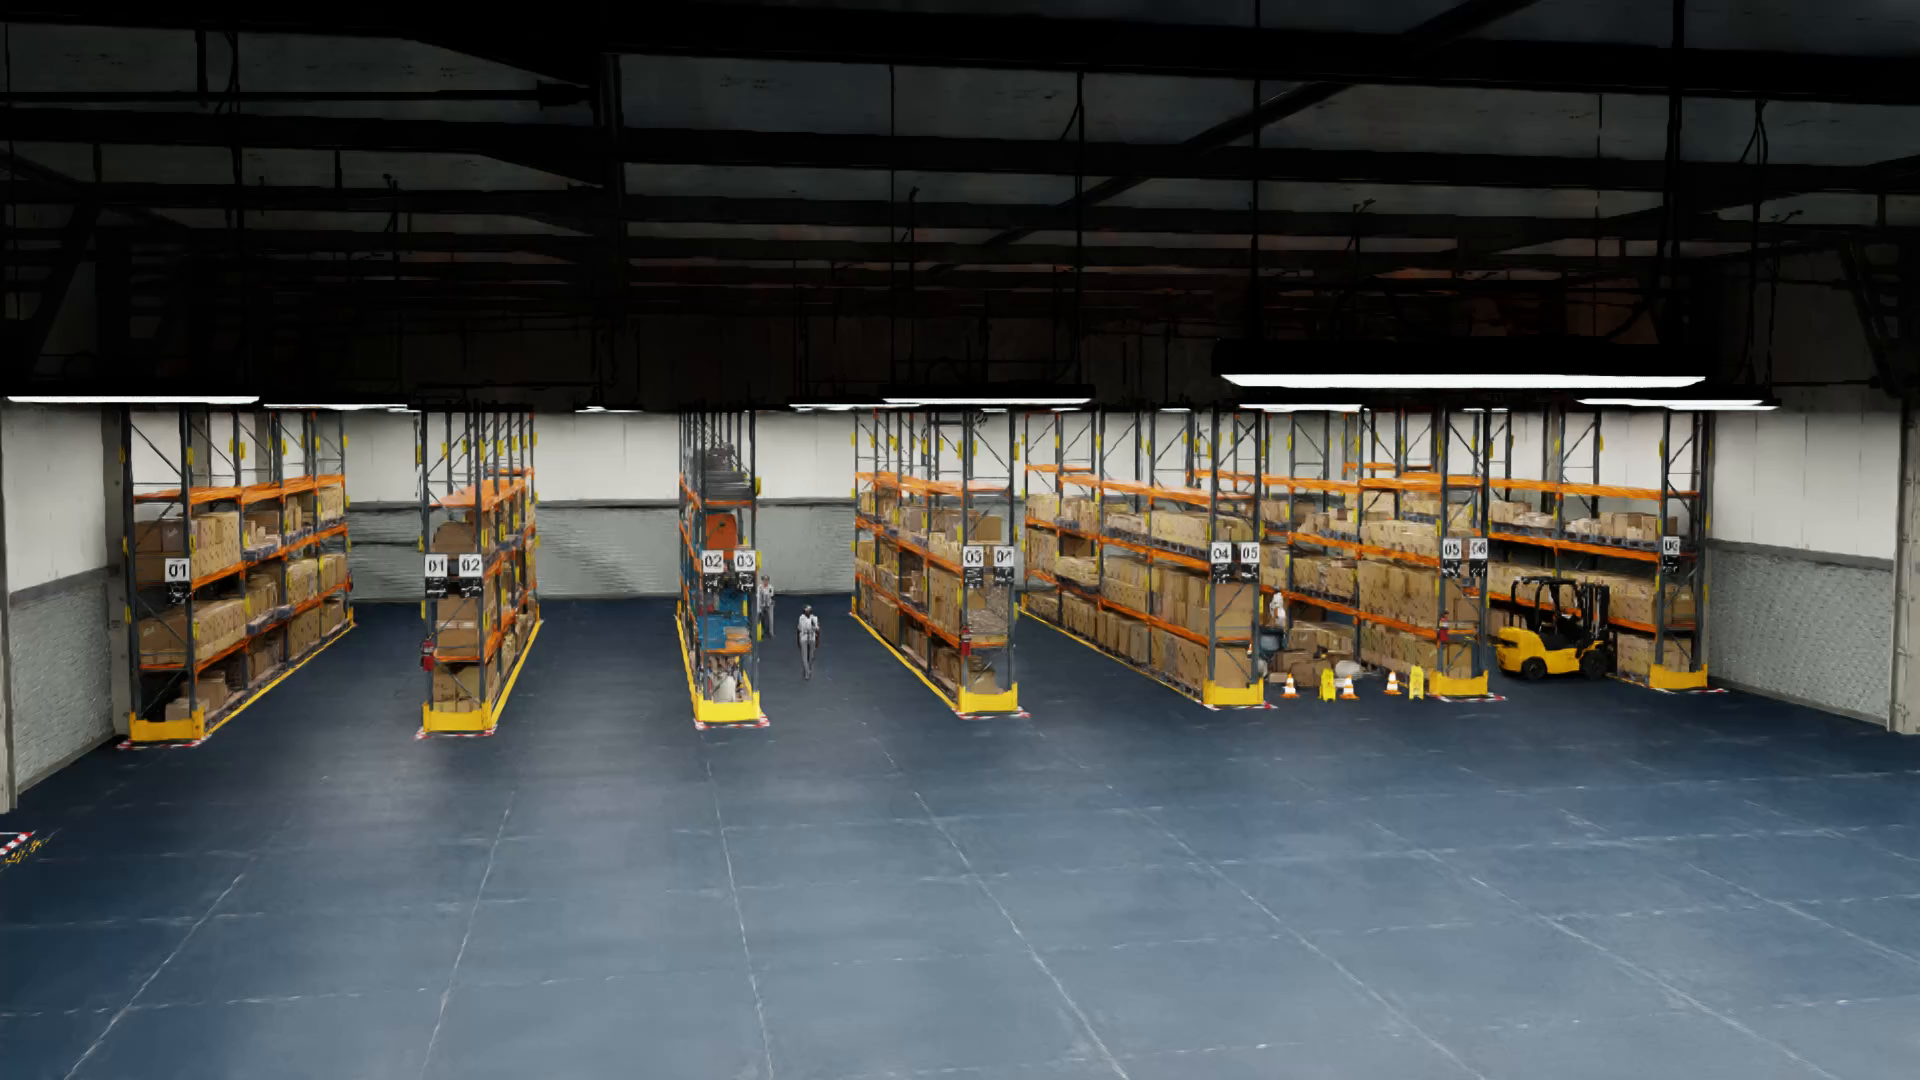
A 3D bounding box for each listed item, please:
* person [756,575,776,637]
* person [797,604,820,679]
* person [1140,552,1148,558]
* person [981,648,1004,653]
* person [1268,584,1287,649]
[{"bbox_3d":[-5.002,1.681,42.727,0.499,1.587,1.074,-1,4,-13],"label":"person"},{"bbox_3d":[-3.284,2.182,36.146,0.461,1.614,0.999,-1,4,-12],"label":"person"},{"bbox_3d":[5.504,1.187,49.392,0.531,1.632,0.614,-2,5,-27],"label":"person"},{"bbox_3d":[0.726,1.844,39.872,0.571,1.702,1.112,-1,4,-13],"label":"person"},{"bbox_3d":[7.571,1.878,39.839,0.567,1.657,0.611,1,4,14],"label":"person"}]
